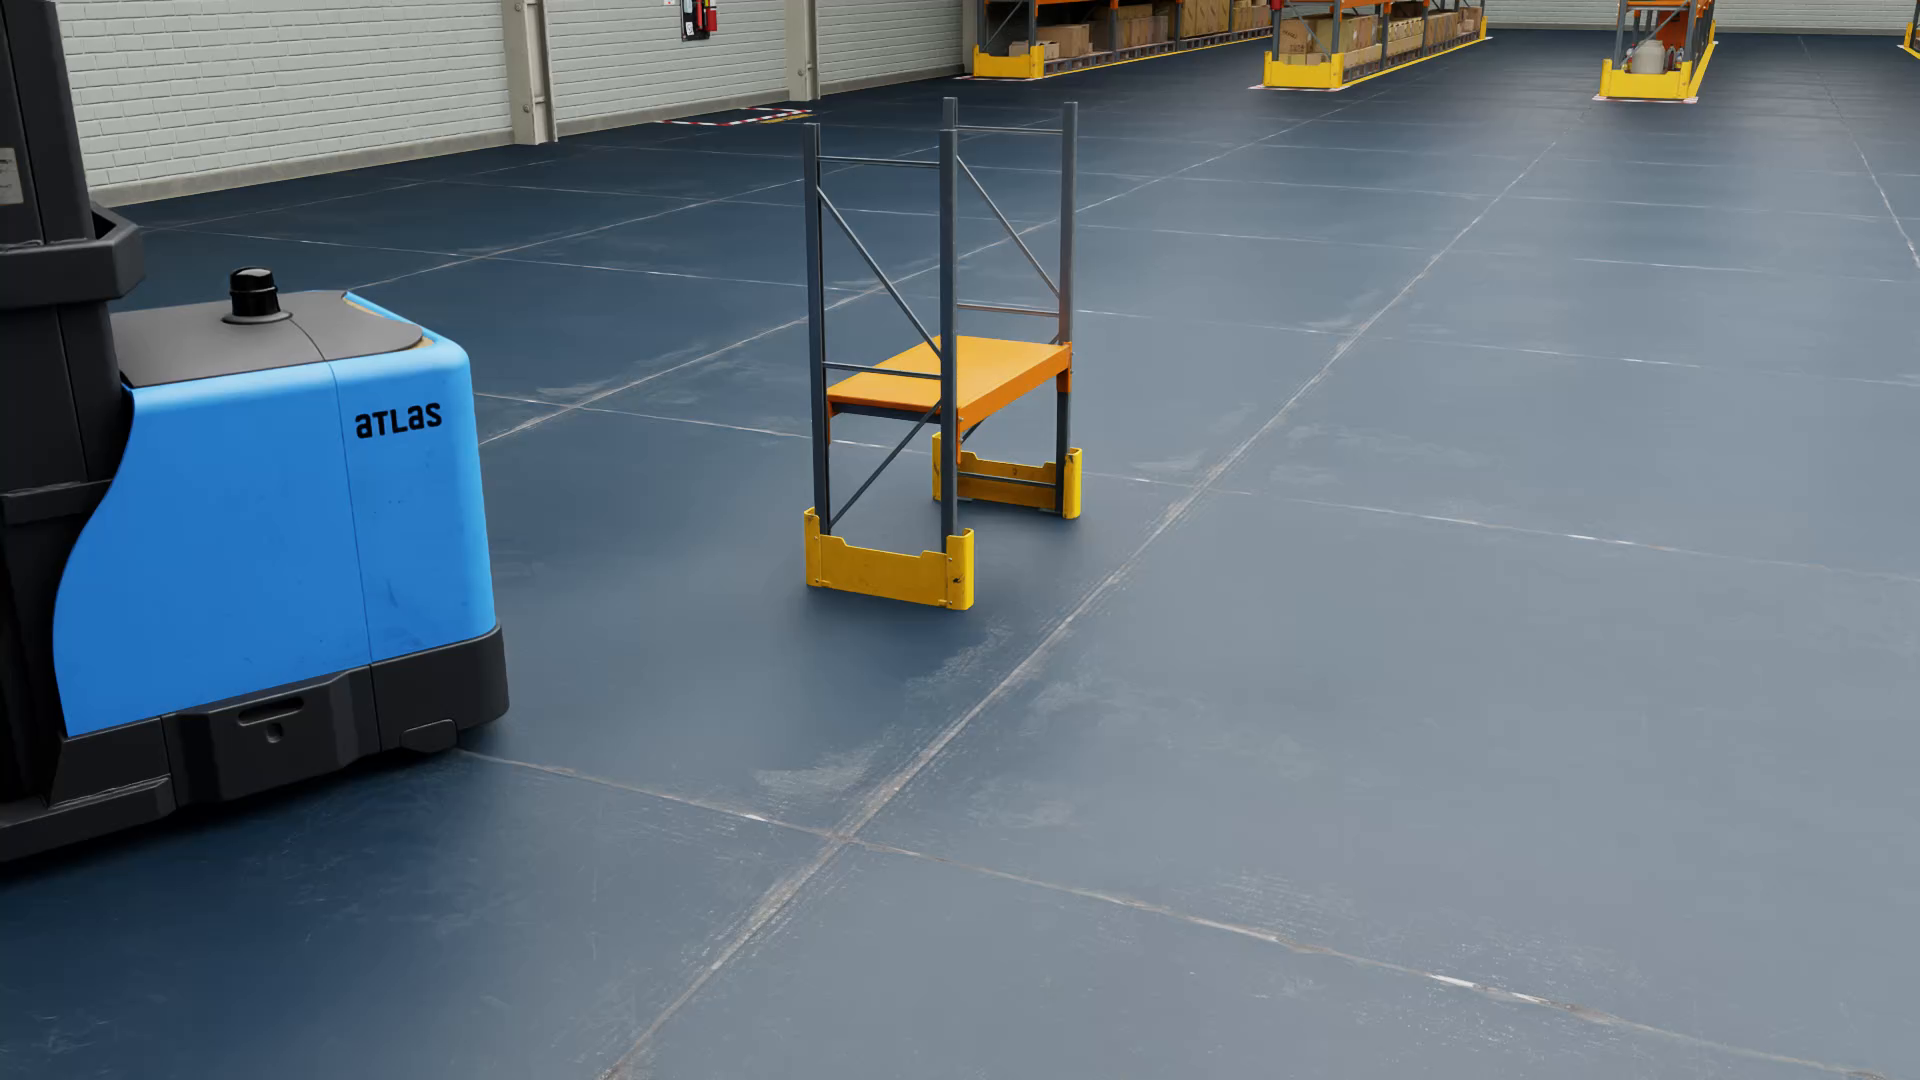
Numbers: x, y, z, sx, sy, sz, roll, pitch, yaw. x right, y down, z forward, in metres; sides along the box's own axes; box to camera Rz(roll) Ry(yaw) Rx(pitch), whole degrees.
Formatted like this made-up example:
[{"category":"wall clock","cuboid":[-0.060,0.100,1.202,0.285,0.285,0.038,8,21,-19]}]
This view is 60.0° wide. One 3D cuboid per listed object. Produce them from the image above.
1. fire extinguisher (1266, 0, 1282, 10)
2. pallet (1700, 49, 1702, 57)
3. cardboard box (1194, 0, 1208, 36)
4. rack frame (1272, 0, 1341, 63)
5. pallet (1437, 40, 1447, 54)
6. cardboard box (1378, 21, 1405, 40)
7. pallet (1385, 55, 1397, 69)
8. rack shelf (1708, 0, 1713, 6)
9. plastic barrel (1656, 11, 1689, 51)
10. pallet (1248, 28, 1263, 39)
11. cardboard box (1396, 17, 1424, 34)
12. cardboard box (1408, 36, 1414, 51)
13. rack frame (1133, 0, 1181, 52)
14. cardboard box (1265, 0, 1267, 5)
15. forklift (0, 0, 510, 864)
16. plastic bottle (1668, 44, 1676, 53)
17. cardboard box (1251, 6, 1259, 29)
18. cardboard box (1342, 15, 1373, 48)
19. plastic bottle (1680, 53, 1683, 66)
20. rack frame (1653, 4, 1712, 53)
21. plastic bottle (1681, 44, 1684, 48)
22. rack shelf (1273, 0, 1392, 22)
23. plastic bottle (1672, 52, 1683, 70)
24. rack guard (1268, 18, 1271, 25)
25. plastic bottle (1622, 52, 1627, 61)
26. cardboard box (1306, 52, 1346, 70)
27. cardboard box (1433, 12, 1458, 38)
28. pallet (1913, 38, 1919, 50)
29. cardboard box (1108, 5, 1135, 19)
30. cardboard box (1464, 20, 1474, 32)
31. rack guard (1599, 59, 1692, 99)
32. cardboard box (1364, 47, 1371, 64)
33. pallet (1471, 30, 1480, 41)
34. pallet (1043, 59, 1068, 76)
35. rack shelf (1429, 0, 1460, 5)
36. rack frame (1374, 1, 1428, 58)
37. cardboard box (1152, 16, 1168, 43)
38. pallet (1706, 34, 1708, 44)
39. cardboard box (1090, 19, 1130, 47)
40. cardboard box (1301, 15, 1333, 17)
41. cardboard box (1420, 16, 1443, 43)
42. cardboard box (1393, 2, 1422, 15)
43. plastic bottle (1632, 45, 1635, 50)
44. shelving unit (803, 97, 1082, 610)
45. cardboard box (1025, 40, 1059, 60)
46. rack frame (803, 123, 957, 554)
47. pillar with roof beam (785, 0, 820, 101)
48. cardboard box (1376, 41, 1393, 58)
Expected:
[{"category":"fire extinguisher","cuboid":[4.816,-8.415,25.270,0.296,0.674,0.183,9,21,23]},{"category":"pallet","cuboid":[13.867,-9.493,32.347,1.003,0.211,1.213,9,21,23]},{"category":"cardboard box","cuboid":[4.829,-11.207,35.586,0.750,0.750,0.750,8,21,22]},{"category":"rack frame","cuboid":[5.288,-8.424,25.179,1.000,3.000,0.127,9,21,23]},{"category":"pallet","cuboid":[9.405,-10.150,34.195,1.003,0.211,1.213,9,21,23]},{"category":"cardboard box","cuboid":[7.743,-9.216,30.047,0.500,0.311,0.500,8,21,21]},{"category":"pallet","cuboid":[7.192,-8.563,29.733,1.003,0.211,1.213,9,21,23]},{"category":"rack shelf","cuboid":[13.900,-10.461,31.981,1.077,0.370,4.000,9,21,23]},{"category":"plastic barrel","cuboid":[13.266,-9.516,30.862,0.600,0.830,0.708,9,21,23]},{"category":"pallet","cuboid":[6.562,-12.053,39.545,1.003,0.211,1.213,9,21,23]},{"category":"cardboard box","cuboid":[8.574,-9.842,31.807,0.500,0.311,0.500,9,22,24]},{"category":"cardboard box","cuboid":[8.155,-9.266,31.024,0.500,0.250,0.500,9,22,24]},{"category":"rack frame","cuboid":[4.043,-11.548,33.964,1.000,3.000,0.127,9,21,23]},{"category":"cardboard box","cuboid":[7.237,-13.027,40.259,0.380,0.149,0.250,8,21,22]},{"category":"forklift","cuboid":[-2.696,-0.684,3.517,3.031,2.935,1.130,-14,24,-35]},{"category":"plastic bottle","cuboid":[11.311,-7.708,26.464,0.144,0.351,0.185,9,21,23]},{"category":"cardboard box","cuboid":[6.714,-12.479,39.686,0.700,0.500,0.500,8,21,21]},{"category":"cardboard box","cuboid":[6.519,-8.426,27.543,0.500,0.500,0.500,9,21,23]},{"category":"plastic bottle","cuboid":[10.942,-7.249,25.272,0.061,0.283,0.133,9,21,24]},{"category":"rack frame","cuboid":[14.719,-11.411,33.580,1.000,3.000,0.127,9,21,23]},{"category":"plastic bottle","cuboid":[11.443,-7.689,26.409,0.144,0.351,0.185,8,21,21]},{"category":"rack shelf","cuboid":[6.107,-8.696,27.019,1.077,0.370,4.000,9,21,23]},{"category":"plastic bottle","cuboid":[11.162,-7.447,25.840,0.152,0.276,0.135,9,21,24]},{"category":"rack guard","cuboid":[7.329,-12.823,41.280,1.175,0.500,0.348,9,21,23]},{"category":"plastic bottle","cuboid":[10.189,-7.330,25.502,0.061,0.283,0.133,9,22,24]},{"category":"cardboard box","cuboid":[5.711,-7.460,25.945,0.500,0.250,0.500,9,21,23]},{"category":"cardboard box","cuboid":[10.261,-10.932,35.304,0.500,0.500,0.500,8,21,22]},{"category":"pallet","cuboid":[20.620,-10.386,34.857,1.003,0.211,1.213,9,21,23]},{"category":"cardboard box","cuboid":[3.078,-10.230,32.213,0.500,0.250,0.500,8,21,21]},{"category":"cardboard box","cuboid":[11.426,-11.740,37.952,0.500,0.250,0.500,9,21,23]},{"category":"rack guard","cuboid":[9.794,-6.595,23.767,1.175,0.500,0.348,9,21,23]},{"category":"cardboard box","cuboid":[6.530,-8.071,27.663,0.500,0.250,0.500,9,21,23]},{"category":"pallet","cuboid":[11.483,-11.734,38.649,1.003,0.211,1.213,9,21,23]},{"category":"pallet","cuboid":[1.163,-8.055,28.304,1.003,0.211,1.213,9,21,23]},{"category":"rack shelf","cuboid":[9.383,-11.142,33.895,1.077,0.370,4.000,9,21,23]},{"category":"rack frame","cuboid":[8.564,-10.869,32.056,1.000,3.000,0.127,9,21,23]},{"category":"cardboard box","cuboid":[3.796,-10.350,33.670,0.700,0.500,0.500,9,21,23]},{"category":"pallet","cuboid":[15.984,-11.074,36.791,1.003,0.211,1.213,9,21,23]},{"category":"cardboard box","cuboid":[2.857,-9.747,31.973,0.700,0.500,0.500,8,21,22]},{"category":"cardboard box","cuboid":[5.838,-8.345,27.314,0.500,0.500,0.500,9,21,23]},{"category":"cardboard box","cuboid":[9.430,-10.312,33.563,0.500,0.500,0.500,8,21,22]},{"category":"cardboard box","cuboid":[9.167,-10.902,34.101,0.500,0.250,0.500,8,21,22]},{"category":"plastic bottle","cuboid":[10.657,-7.678,26.377,0.144,0.351,0.185,8,21,20]},{"category":"shelving unit","cuboid":[-0.031,-0.683,5.652,0.587,1.500,1.083,9,21,23]},{"category":"cardboard box","cuboid":[1.366,-8.416,28.514,0.500,0.311,0.500,11,22,27]},{"category":"rack frame","cuboid":[-0.243,-0.525,5.207,0.500,1.500,0.032,9,21,23]},{"category":"pillar with roof beam","cuboid":[1.735,-9.837,20.199,9.100,9.000,0.400,9,21,23]},{"category":"cardboard box","cuboid":[7.317,-8.638,29.259,0.500,0.250,0.500,8,21,21]}]
